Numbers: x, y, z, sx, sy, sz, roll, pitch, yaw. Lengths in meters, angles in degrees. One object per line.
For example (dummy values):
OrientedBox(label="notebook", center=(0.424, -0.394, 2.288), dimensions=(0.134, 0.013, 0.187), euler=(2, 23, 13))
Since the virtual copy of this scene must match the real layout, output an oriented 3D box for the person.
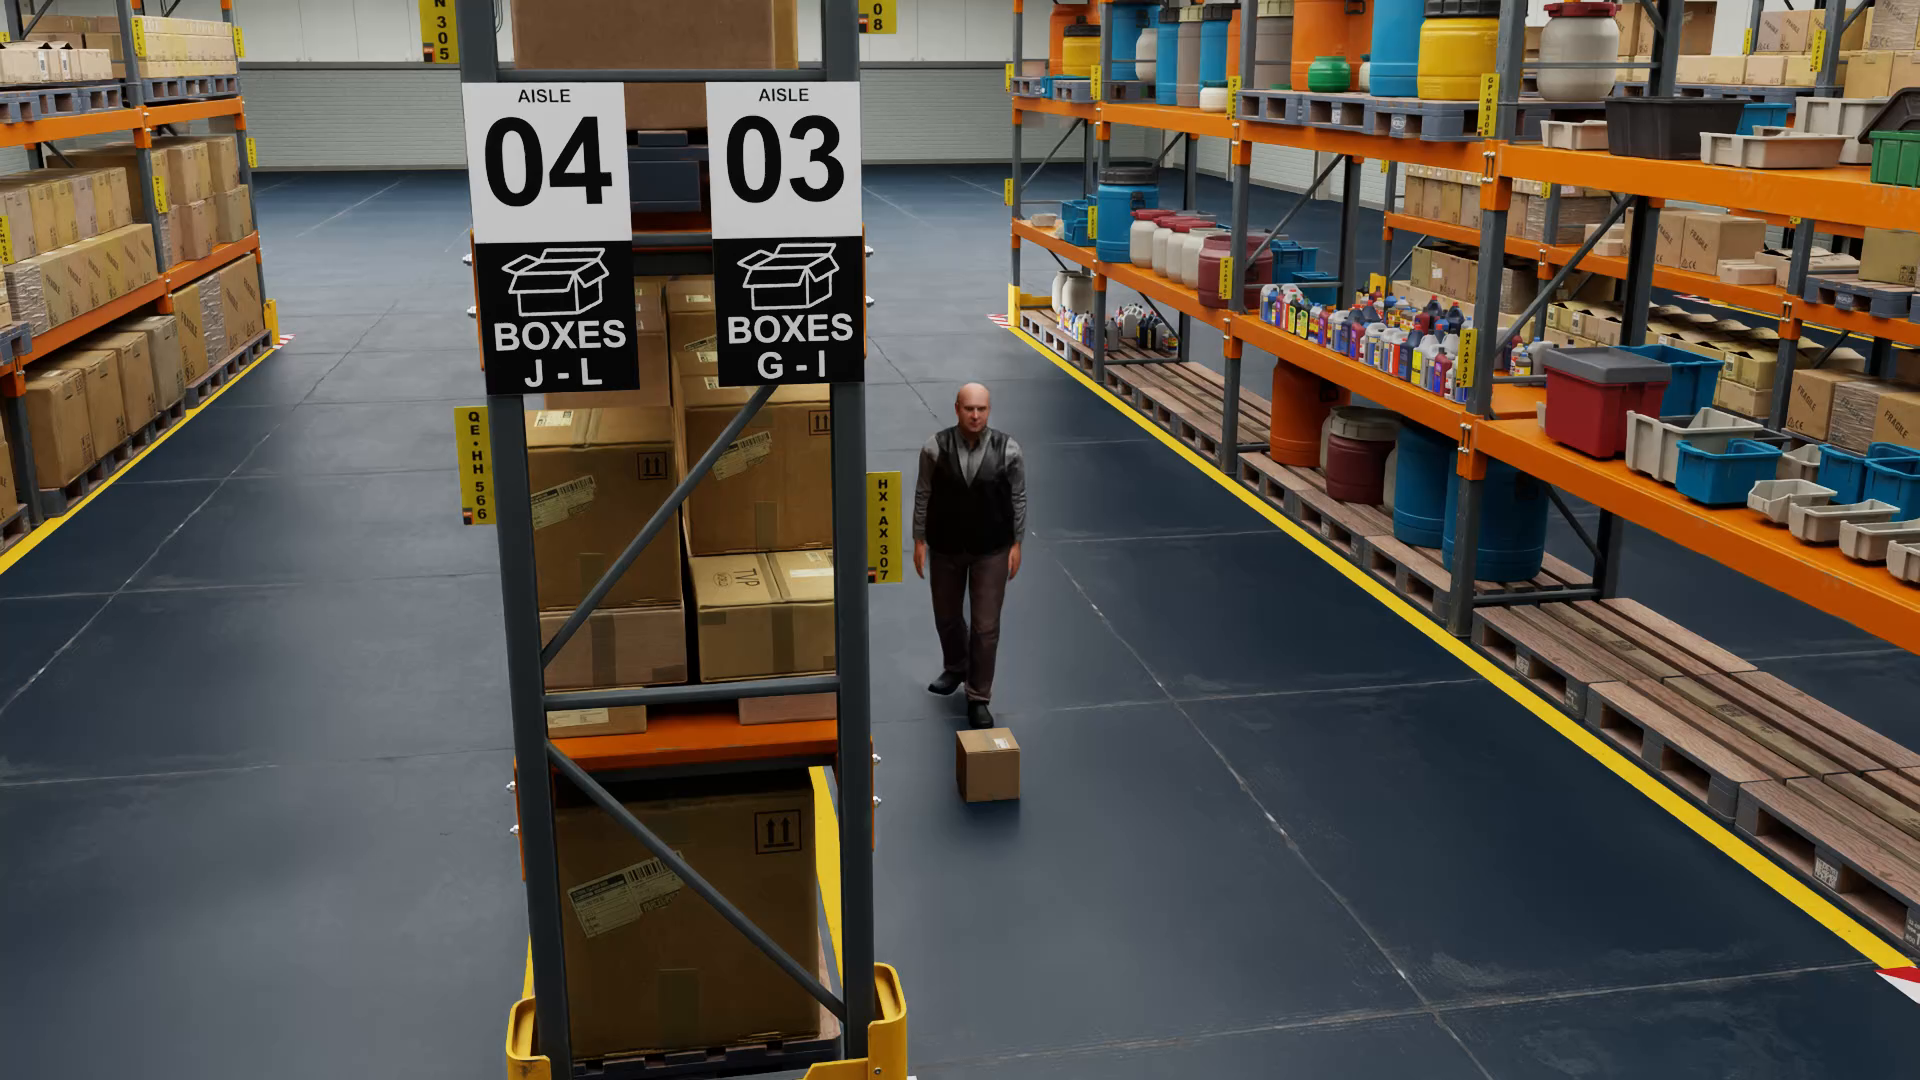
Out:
OrientedBox(label="person", center=(0.048, 0.048, 8.404), dimensions=(0.566, 1.723, 0.645), euler=(2, 16, 6))
